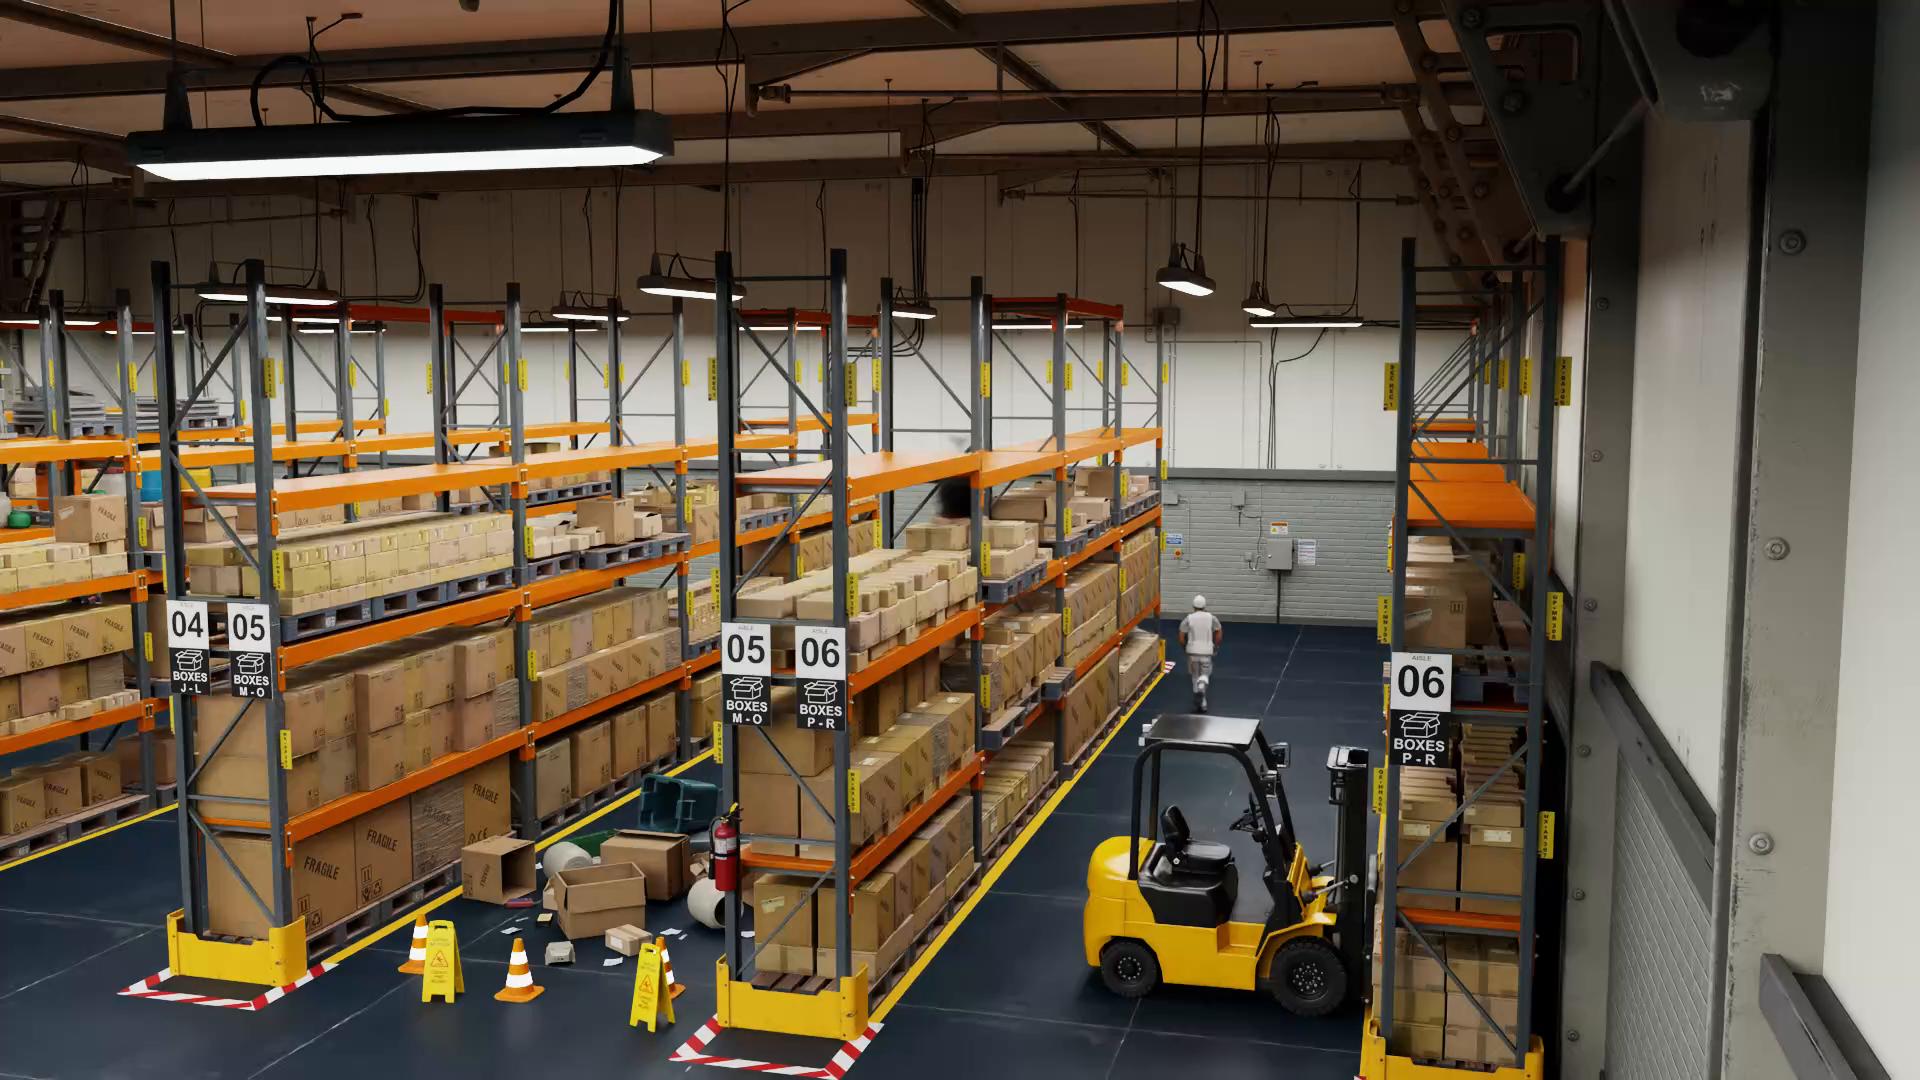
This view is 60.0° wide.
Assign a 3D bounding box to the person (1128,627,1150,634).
[{"bbox_3d":[3.017,1.191,29.513,0.714,1.737,0.670,0,6,3],"label":"person"}]

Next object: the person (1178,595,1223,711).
[{"bbox_3d":[3.580,1.694,24.773,0.659,1.722,0.588,1,6,7],"label":"person"}]
